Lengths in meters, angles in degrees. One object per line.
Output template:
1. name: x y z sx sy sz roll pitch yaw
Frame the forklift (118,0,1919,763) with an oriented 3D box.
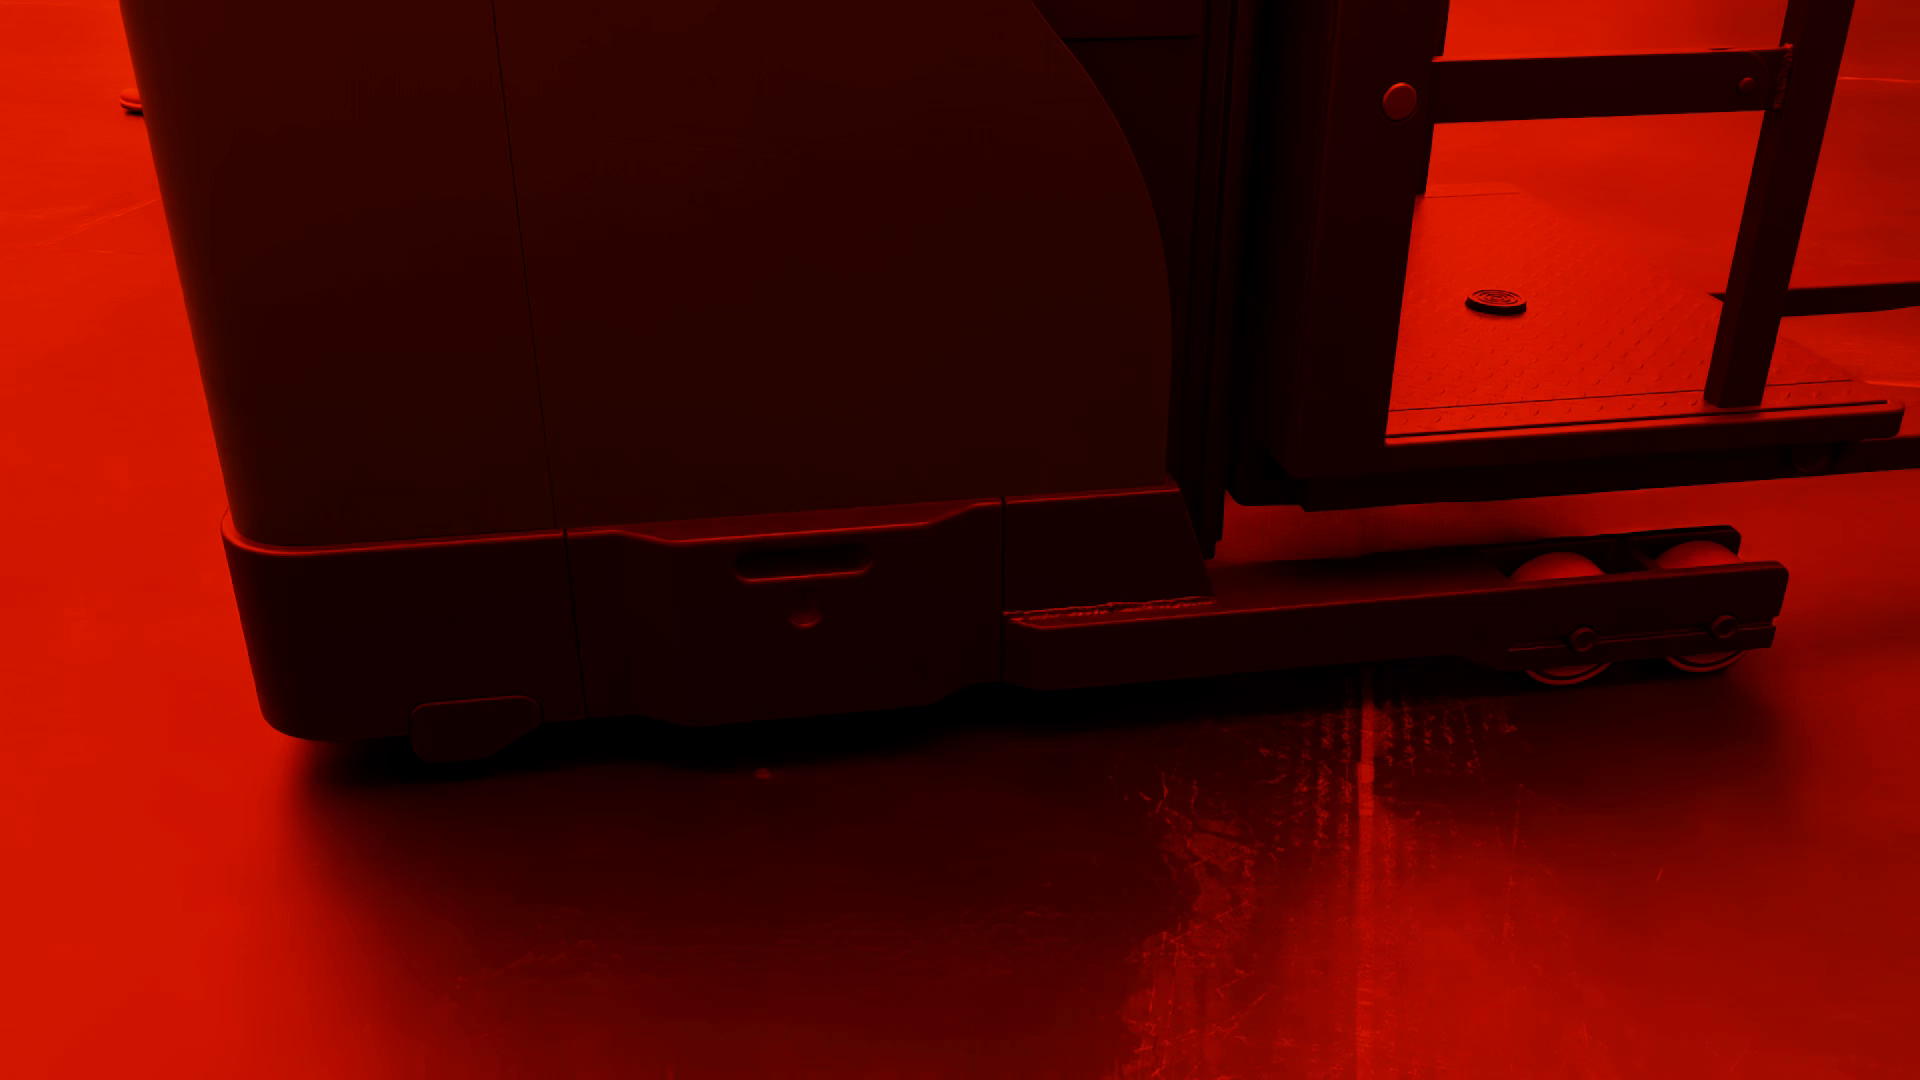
1. forklift: 0.600 -1.354 1.930 3.031 2.935 1.130 -4 27 -9

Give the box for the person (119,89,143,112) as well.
1. person: -2.424 -2.082 4.774 0.504 1.654 0.569 7 28 13
